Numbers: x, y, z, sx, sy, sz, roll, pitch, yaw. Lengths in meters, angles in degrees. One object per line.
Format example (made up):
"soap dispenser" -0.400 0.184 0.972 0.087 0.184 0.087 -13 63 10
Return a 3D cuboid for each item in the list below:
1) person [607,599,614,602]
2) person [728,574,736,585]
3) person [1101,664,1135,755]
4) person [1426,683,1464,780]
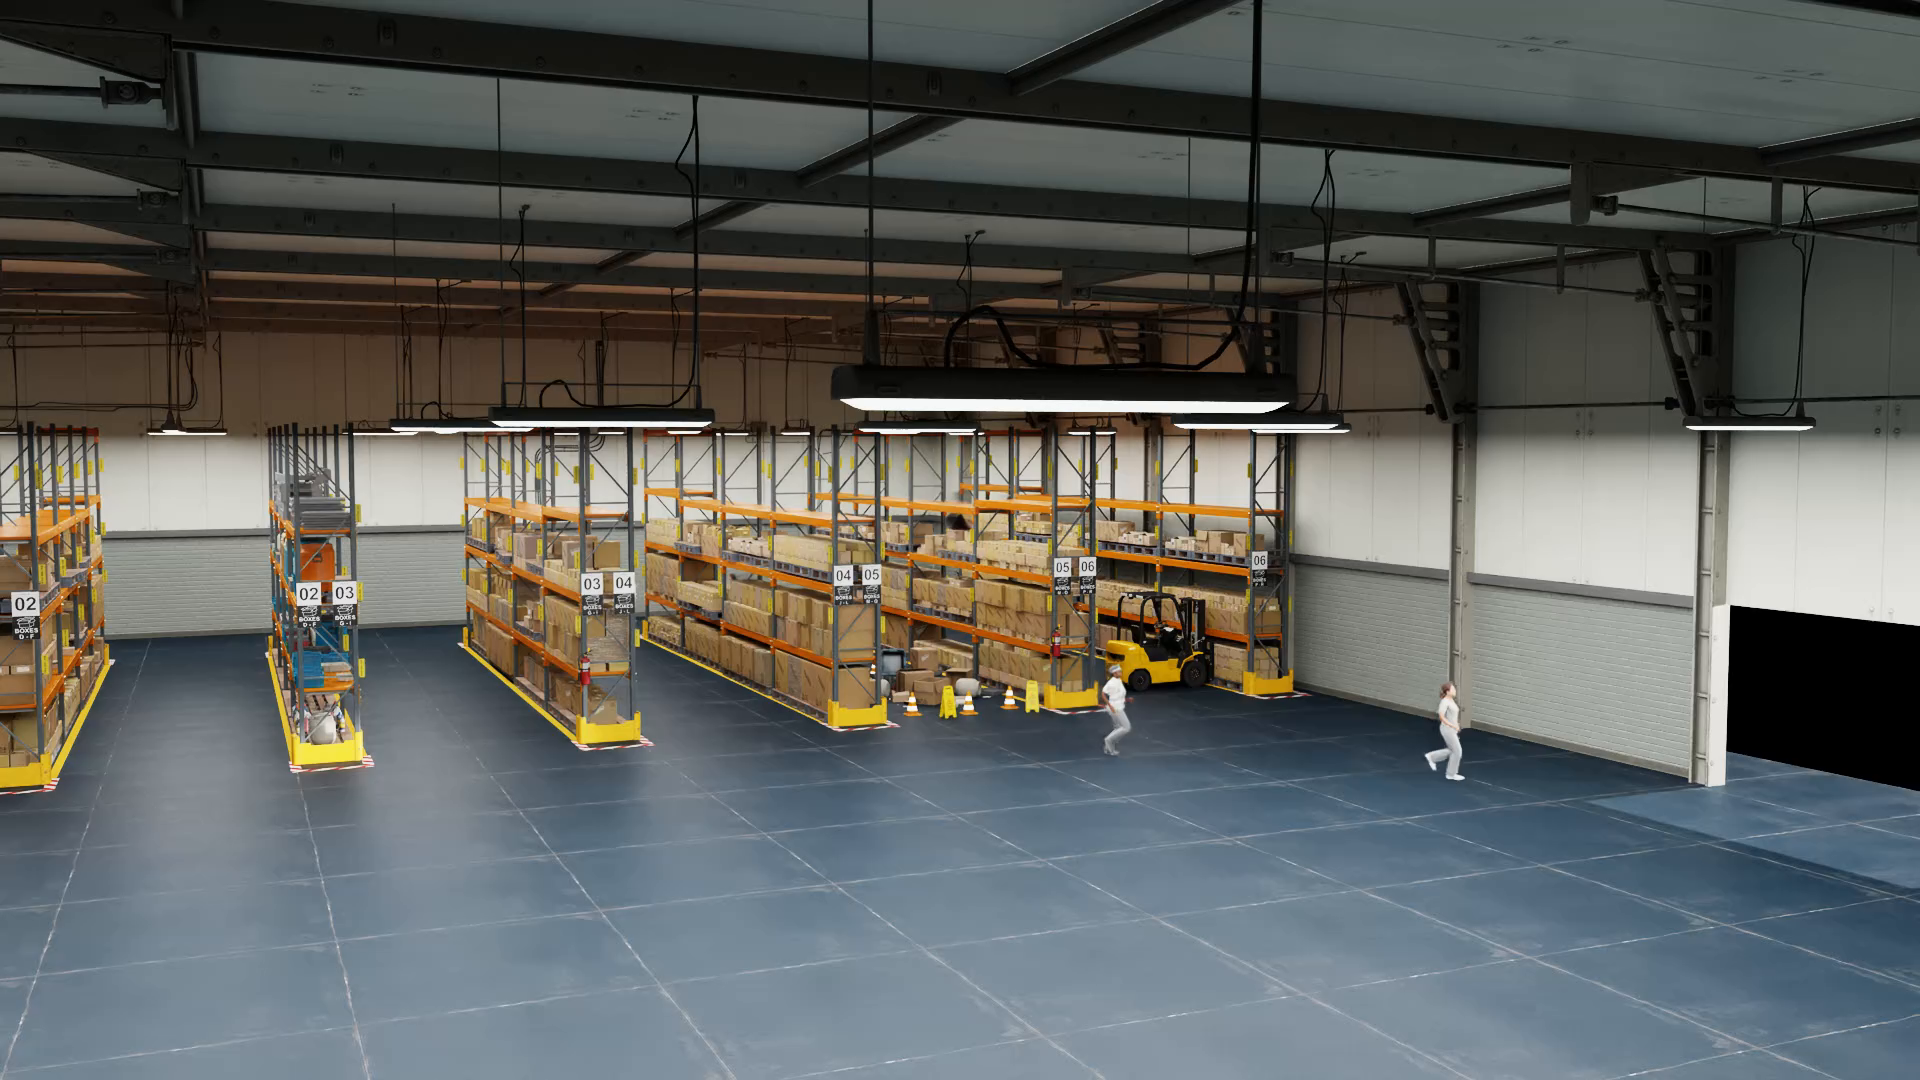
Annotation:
"person" -10.094 1.937 48.266 0.758 1.706 0.854 3 5 39
"person" -6.893 1.836 50.162 0.564 1.641 0.587 -2 4 -23
"person" 2.867 3.054 29.975 0.576 1.659 0.560 1 4 17
"person" 8.139 3.198 27.908 0.655 1.627 0.585 2 4 28
